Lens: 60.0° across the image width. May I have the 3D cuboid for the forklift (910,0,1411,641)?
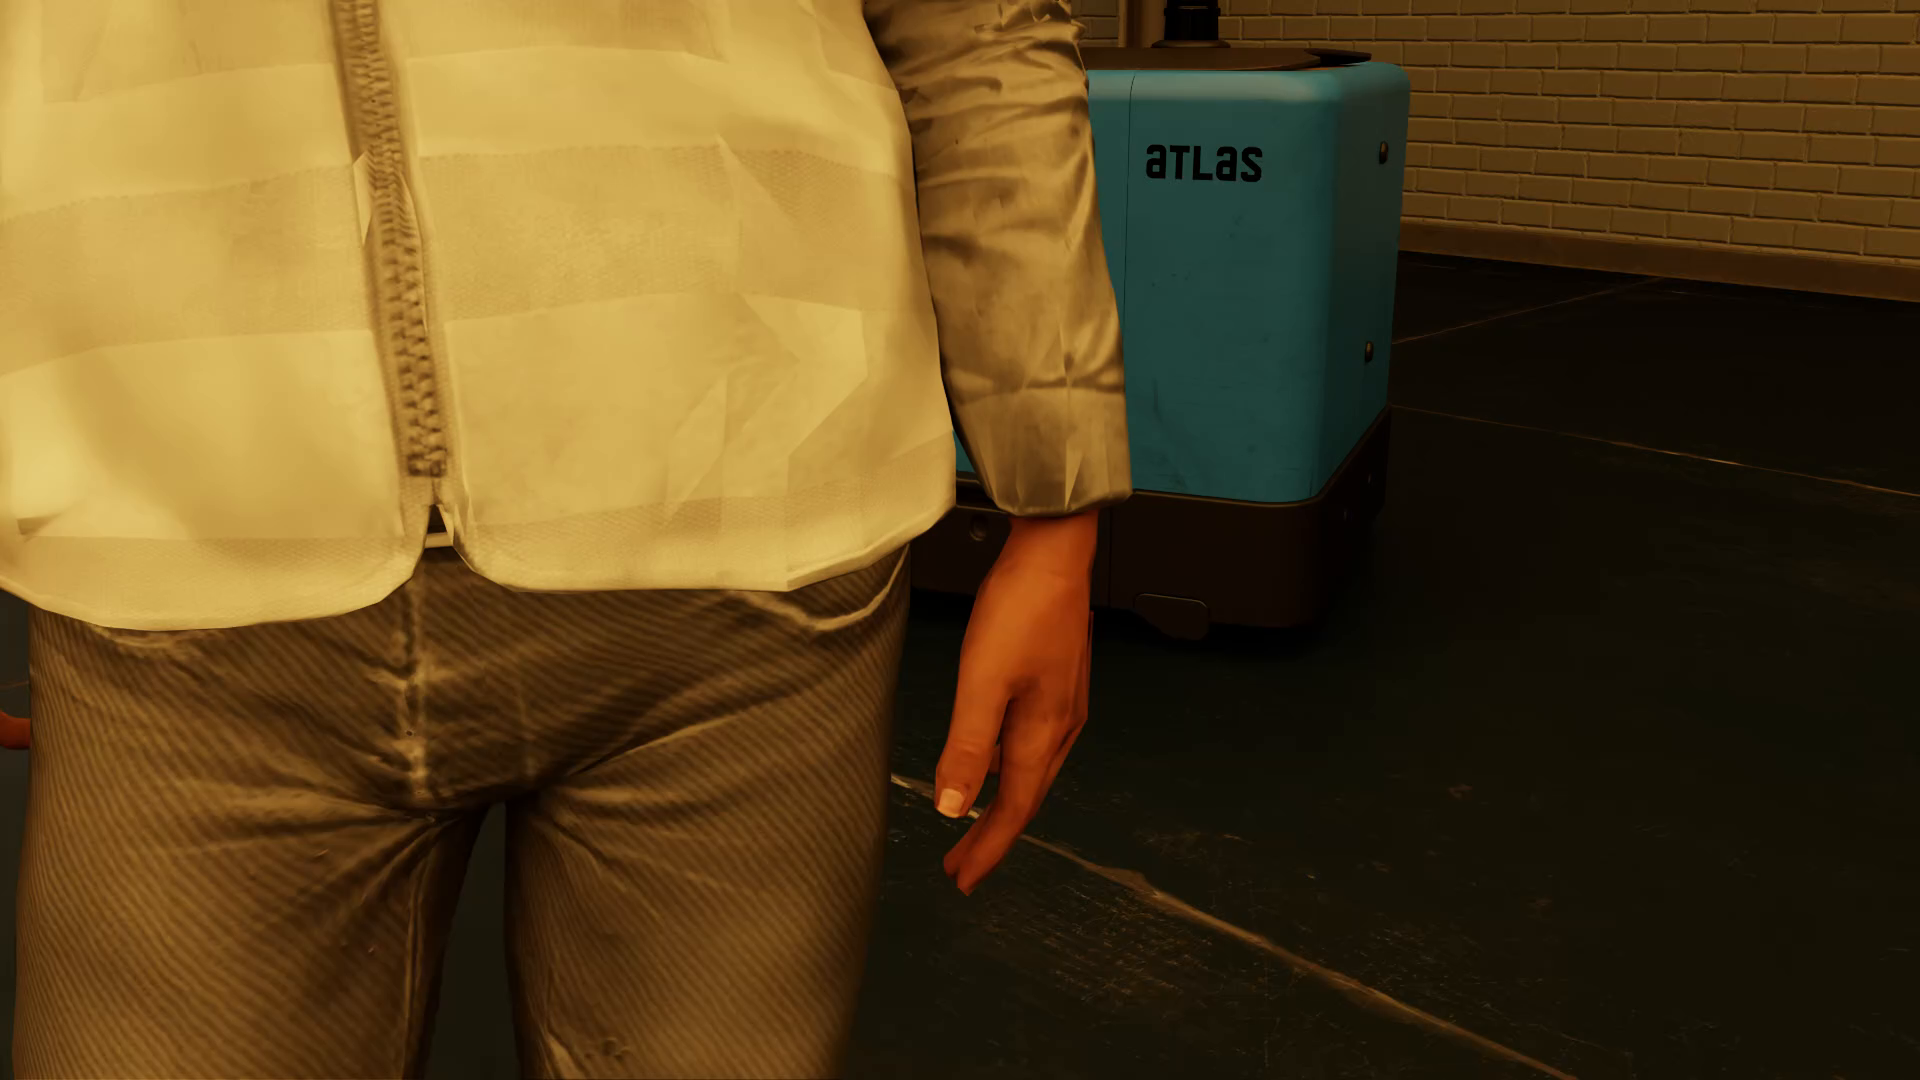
[{"bbox_3d":[-0.563,-1.469,3.684,3.031,2.935,1.130,7,18,21],"label":"forklift"}]
